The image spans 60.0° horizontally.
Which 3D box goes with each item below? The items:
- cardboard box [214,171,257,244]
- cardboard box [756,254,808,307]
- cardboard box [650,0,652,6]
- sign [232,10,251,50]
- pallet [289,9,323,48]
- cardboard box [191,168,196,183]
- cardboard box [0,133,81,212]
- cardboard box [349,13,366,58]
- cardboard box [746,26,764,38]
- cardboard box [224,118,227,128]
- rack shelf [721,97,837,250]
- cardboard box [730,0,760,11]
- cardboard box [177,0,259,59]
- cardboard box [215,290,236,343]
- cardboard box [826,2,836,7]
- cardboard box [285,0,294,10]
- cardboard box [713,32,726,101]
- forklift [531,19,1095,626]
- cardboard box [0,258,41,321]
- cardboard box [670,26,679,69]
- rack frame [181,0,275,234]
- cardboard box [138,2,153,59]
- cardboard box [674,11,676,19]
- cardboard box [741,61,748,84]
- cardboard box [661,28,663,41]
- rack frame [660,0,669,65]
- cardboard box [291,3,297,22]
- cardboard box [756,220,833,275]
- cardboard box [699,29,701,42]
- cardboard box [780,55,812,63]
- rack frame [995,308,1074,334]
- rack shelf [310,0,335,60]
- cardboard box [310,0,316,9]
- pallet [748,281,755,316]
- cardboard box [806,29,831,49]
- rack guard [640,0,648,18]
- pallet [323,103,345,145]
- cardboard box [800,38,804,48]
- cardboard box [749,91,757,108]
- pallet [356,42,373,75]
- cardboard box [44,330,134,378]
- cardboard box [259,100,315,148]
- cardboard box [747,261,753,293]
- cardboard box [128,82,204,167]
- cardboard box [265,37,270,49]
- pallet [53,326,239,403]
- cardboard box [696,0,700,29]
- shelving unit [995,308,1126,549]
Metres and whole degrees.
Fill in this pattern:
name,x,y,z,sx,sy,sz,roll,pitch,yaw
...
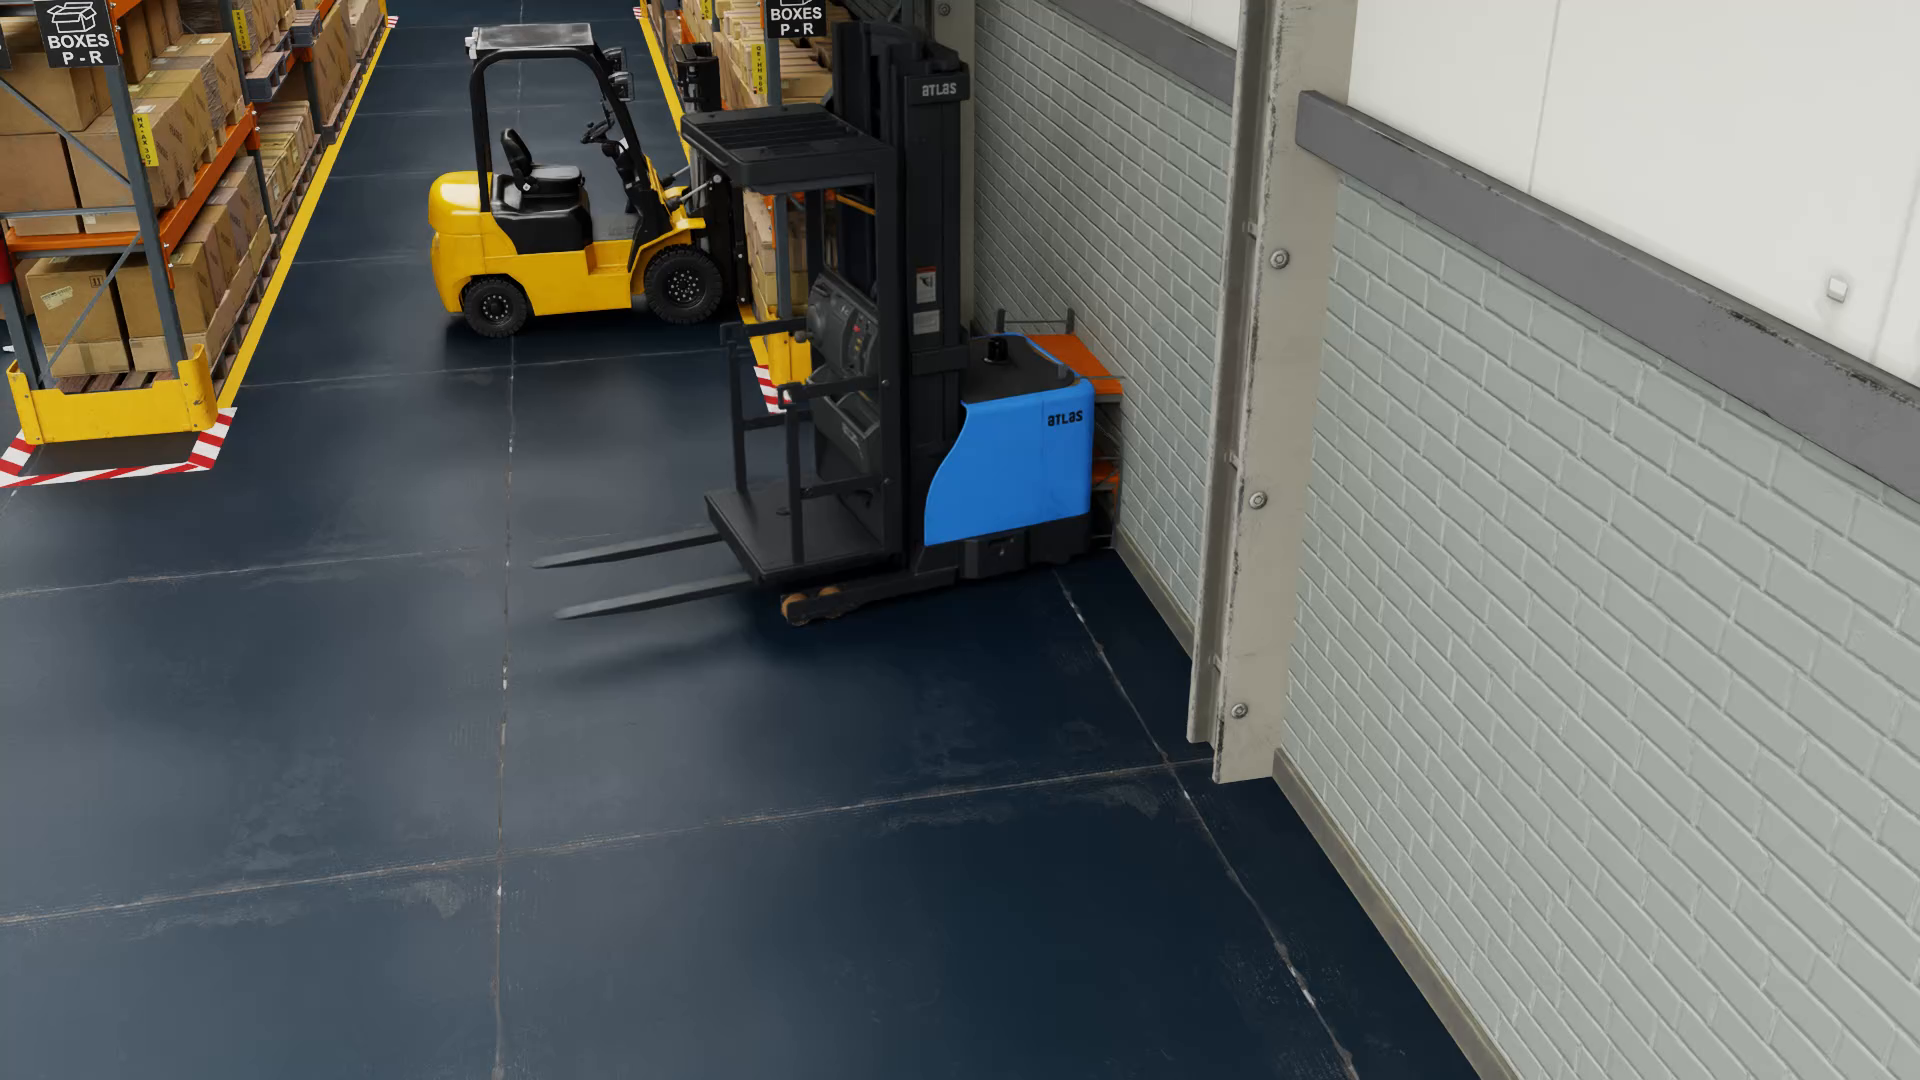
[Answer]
name,x,y,z,sx,sy,sz,roll,pitch,yaw
cardboard box,-6.030,-2.660,13.445,0.500,0.500,0.500,-5,27,-11
cardboard box,-1.219,-1.936,12.287,0.500,0.250,0.500,-6,27,-12
cardboard box,-4.365,-8.390,25.347,0.797,0.503,0.637,-7,28,-14
sign,-6.014,-4.266,13.912,0.100,0.325,0.005,-6,27,-12
pallet,-7.178,-5.189,16.915,1.213,0.211,1.003,-6,27,-12
cardboard box,-5.670,-2.583,11.818,0.380,0.149,0.250,-5,27,-10
cardboard box,-6.031,-2.453,10.839,0.500,0.500,0.500,-6,27,-13
cardboard box,-8.381,-6.663,22.000,0.875,0.438,0.875,-6,27,-12
cardboard box,-1.482,-3.959,13.103,0.380,0.149,0.250,-6,27,-11
cardboard box,-6.126,-3.367,13.372,0.380,0.149,0.250,-6,27,-11
rack shelf,-1.255,-3.128,13.416,1.077,0.370,4.000,-6,27,-12
cardboard box,-1.759,-4.520,14.215,0.380,0.149,0.250,-6,27,-11
cardboard box,-6.368,-4.421,14.273,0.500,0.500,0.500,-5,27,-10
cardboard box,-5.660,-1.632,12.240,0.500,0.250,0.500,-5,27,-10
cardboard box,-1.251,-4.455,14.086,0.380,0.149,0.250,-6,27,-12
cardboard box,-6.942,-5.545,16.499,0.500,0.500,0.500,-6,27,-12
cardboard box,-1.861,-4.150,14.532,0.500,0.500,0.500,-7,28,-13
forklift,-0.808,-1.124,8.724,3.031,2.935,1.130,-11,29,-21
cardboard box,-7.626,-2.098,13.348,0.500,0.500,0.500,13,30,24
cardboard box,-3.381,-6.223,21.058,0.500,0.500,0.500,-7,28,-13
rack frame,-6.541,-3.821,13.991,1.000,3.000,0.127,-6,27,-12
cardboard box,-6.473,-3.780,12.359,0.700,0.500,0.500,-7,28,-13
cardboard box,-3.481,-6.790,21.462,0.380,0.149,0.250,-7,28,-14
cardboard box,-1.469,-3.589,12.701,0.380,0.149,0.250,-6,27,-11
cardboard box,-3.921,-6.968,22.925,0.380,0.149,0.250,-7,28,-13
rack frame,-3.509,-7.839,21.951,1.000,3.000,0.127,-6,27,-12
cardboard box,-6.908,-5.316,16.766,0.380,0.149,0.250,-6,27,-12
cardboard box,-1.212,-2.147,12.152,0.500,0.250,0.500,-5,27,-10
cardboard box,-2.275,-4.896,16.287,0.500,0.250,0.500,-6,27,-11
cardboard box,-1.262,-3.391,11.978,0.380,0.149,0.250,-5,27,-10
rack frame,0.414,-0.878,10.238,0.500,1.125,0.032,-3,26,-19
rack shelf,-7.893,-6.134,19.372,1.077,0.370,4.000,-6,27,-12
cardboard box,-7.441,-5.974,18.423,0.500,0.250,0.500,-7,28,-13
pallet,-1.289,-2.192,13.858,1.003,0.211,1.213,-6,27,-12
cardboard box,-0.993,-3.889,12.965,0.380,0.149,0.250,-6,27,-11
rack guard,-4.393,-8.445,25.928,1.175,0.500,0.348,-6,27,-12
pallet,-7.547,-4.686,18.800,1.003,0.211,1.213,-6,27,-12
cardboard box,-1.088,-3.980,13.475,0.380,0.149,0.250,-6,27,-12
cardboard box,-1.279,-3.033,12.320,0.500,0.500,0.500,-5,27,-10
pallet,-8.439,-6.430,22.255,1.003,0.211,1.213,-6,27,-12
cardboard box,-6.090,-1.363,11.707,0.500,0.250,0.500,-6,27,-12
cardboard box,-7.325,-4.342,17.474,0.950,0.372,0.625,-8,28,-15
cardboard box,-1.425,-2.145,13.256,0.500,0.250,0.500,-6,27,-11
cardboard box,-5.712,-2.929,11.783,0.500,0.500,0.500,-6,27,-13
cardboard box,-6.615,-4.624,15.395,0.380,0.149,0.250,-6,27,-11
pallet,-5.806,-1.214,11.920,1.003,0.211,1.213,-6,27,-12
cardboard box,-2.298,-5.123,16.182,0.500,0.250,0.500,-5,27,-11
shelving unit,0.572,-0.667,9.803,0.538,1.125,1.048,-3,26,-19
